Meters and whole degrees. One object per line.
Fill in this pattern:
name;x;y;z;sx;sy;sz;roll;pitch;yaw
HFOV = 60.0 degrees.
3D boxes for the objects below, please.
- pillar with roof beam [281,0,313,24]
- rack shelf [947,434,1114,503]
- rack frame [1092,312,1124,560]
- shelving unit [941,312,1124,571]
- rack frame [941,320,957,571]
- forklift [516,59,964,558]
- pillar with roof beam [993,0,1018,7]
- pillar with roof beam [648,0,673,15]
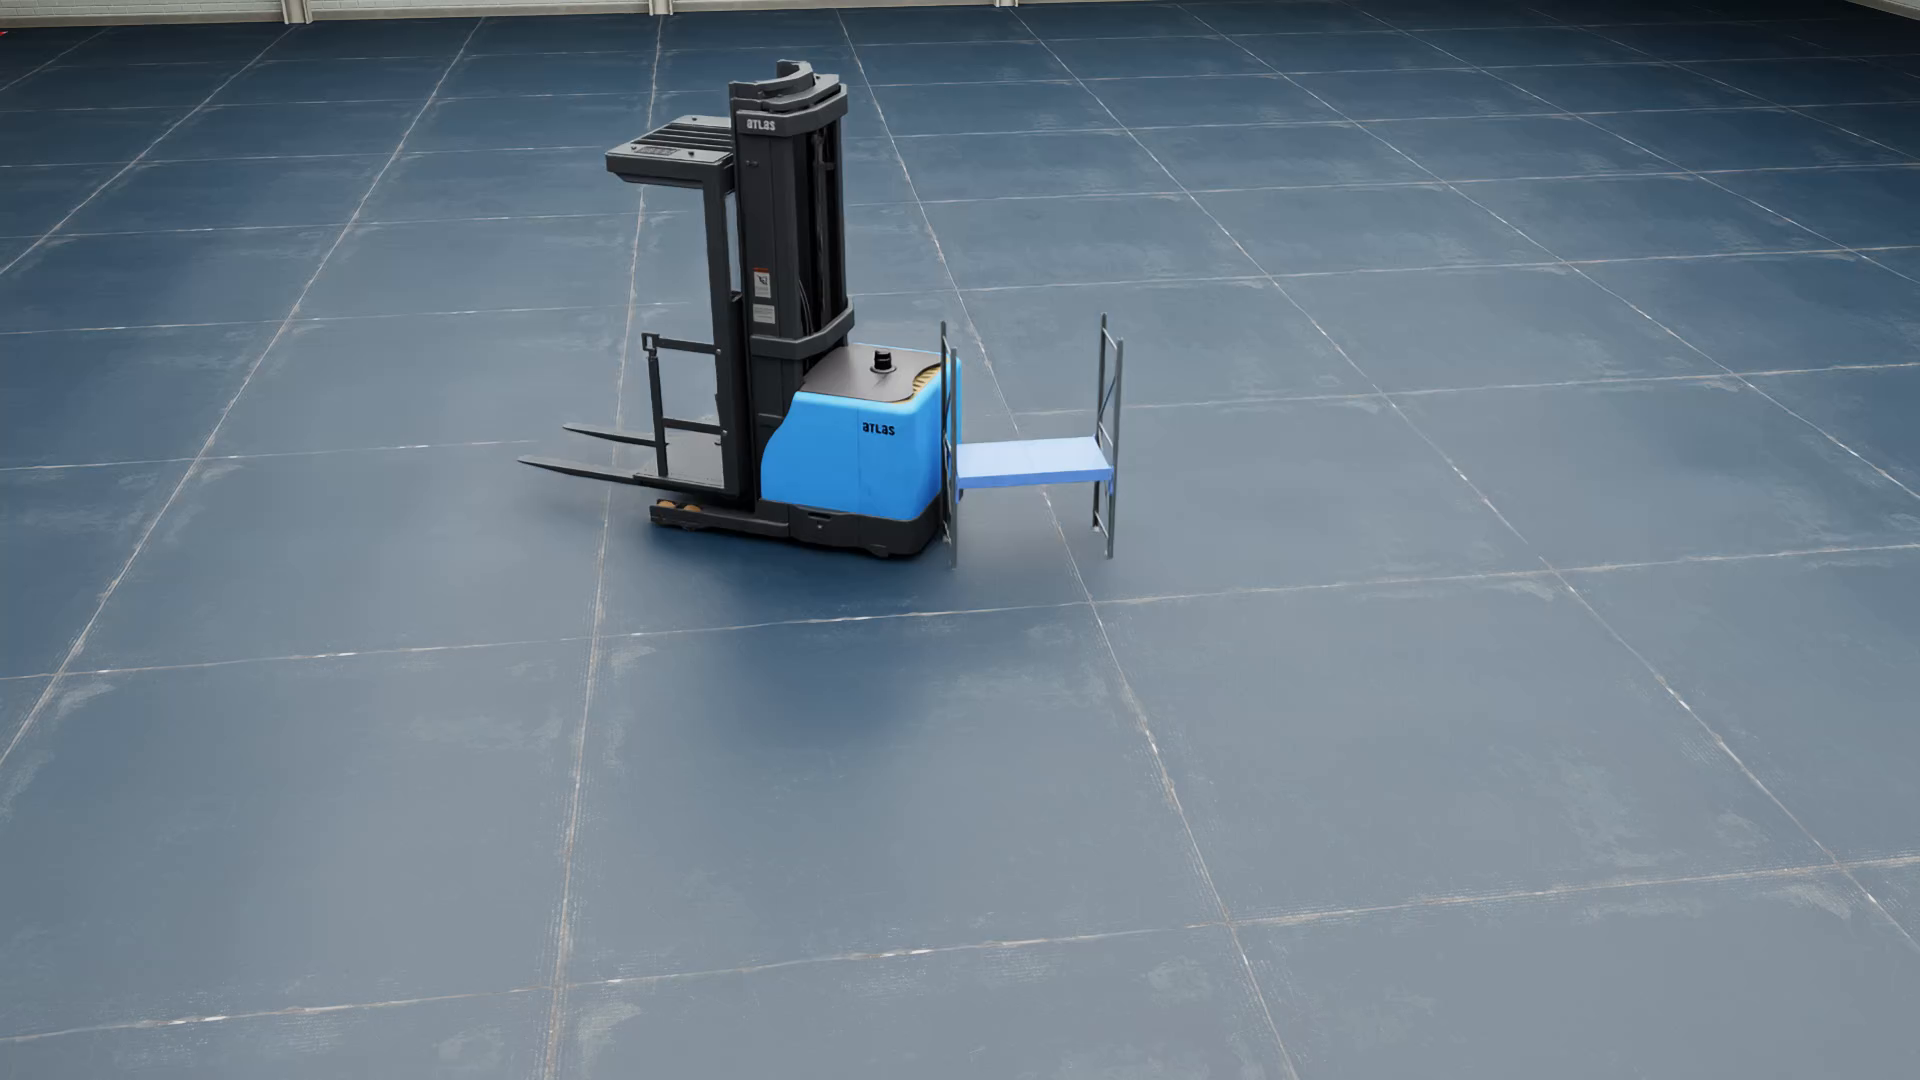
pillar with roof beam;-10.477;-10.737;22.022;0.400;9.000;9.100;-4;27;-7
rack shelf;0.432;-0.459;10.598;1.000;0.185;0.538;-4;27;-7
rack frame;0.936;-0.652;10.579;0.032;1.500;0.500;-4;27;-7
shelving unit;0.432;-0.619;10.515;1.048;1.500;0.538;-4;27;-7
rack frame;-0.071;-0.586;10.452;0.032;1.500;0.500;-4;27;-7
forklift;-1.548;-1.583;10.827;3.031;2.935;1.130;9;28;17
pillar with roof beam;1.406;-11.501;23.509;0.400;9.000;9.100;-4;27;-7
pillar with roof beam;-4.536;-11.119;22.765;0.400;9.000;9.100;-4;27;-7
